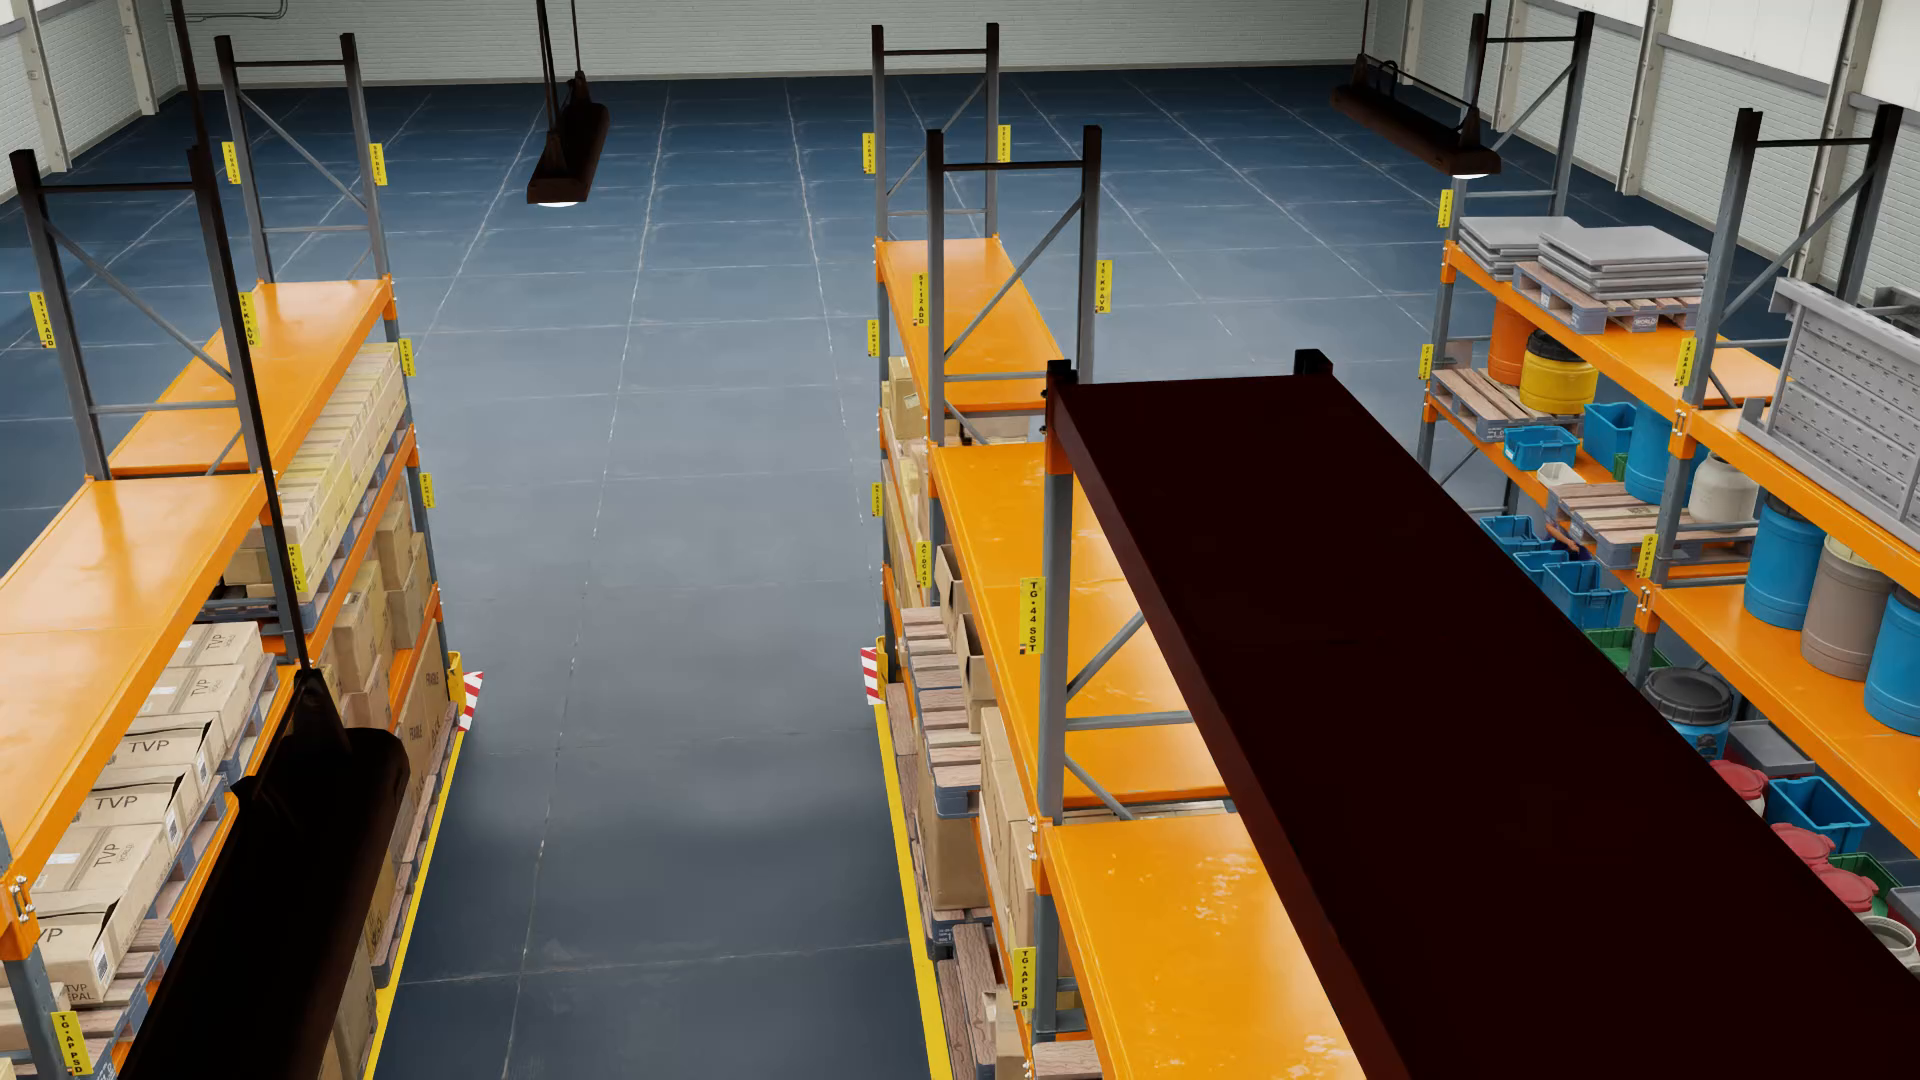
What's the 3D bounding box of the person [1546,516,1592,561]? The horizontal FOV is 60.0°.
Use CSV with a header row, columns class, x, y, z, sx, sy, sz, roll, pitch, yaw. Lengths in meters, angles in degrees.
class,x,y,z,sx,sy,sz,roll,pitch,yaw
person,6.107,0.067,16.594,0.619,1.544,0.711,-2,26,-5
